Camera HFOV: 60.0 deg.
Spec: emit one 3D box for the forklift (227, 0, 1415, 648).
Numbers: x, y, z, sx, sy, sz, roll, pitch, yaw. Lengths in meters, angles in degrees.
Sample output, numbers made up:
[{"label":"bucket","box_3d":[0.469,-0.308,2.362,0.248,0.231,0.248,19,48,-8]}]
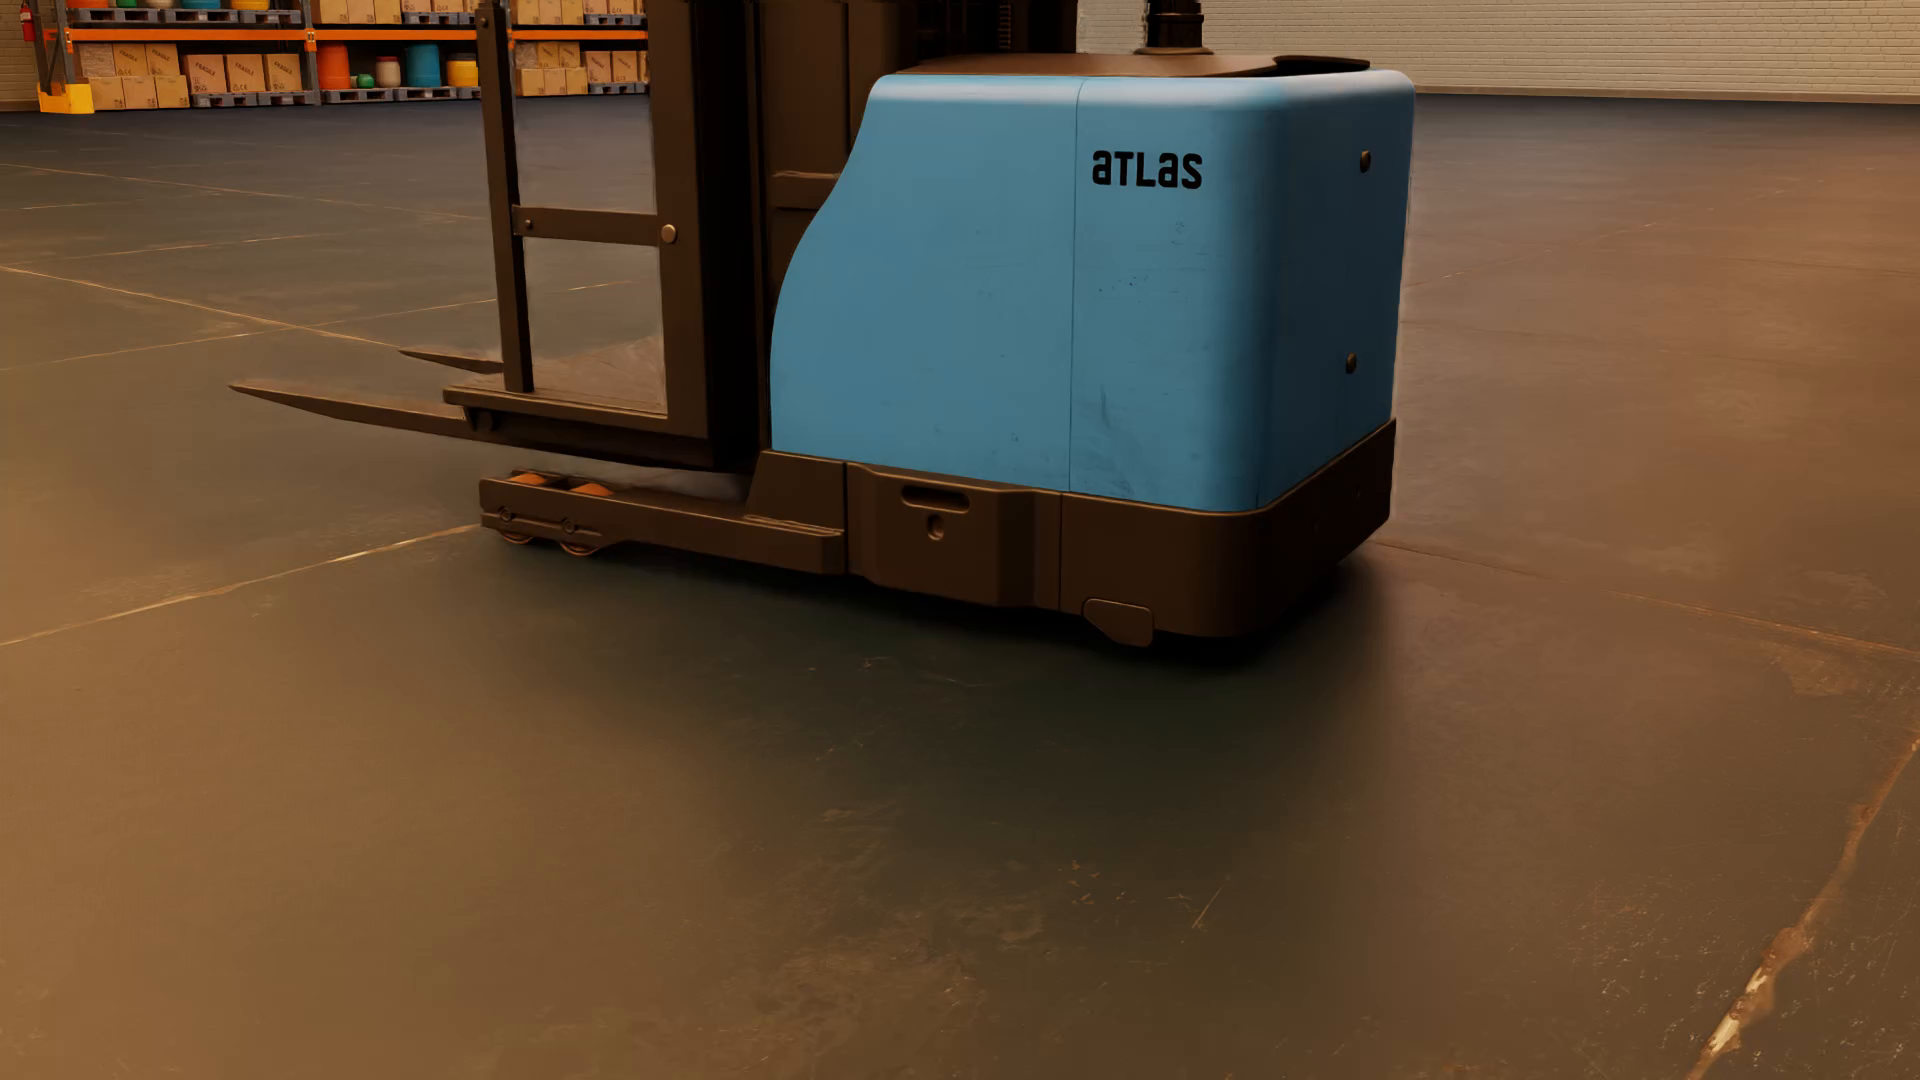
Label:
[{"label":"forklift","box_3d":[-0.540,-1.487,3.794,3.031,2.935,1.130,9,19,28]}]
